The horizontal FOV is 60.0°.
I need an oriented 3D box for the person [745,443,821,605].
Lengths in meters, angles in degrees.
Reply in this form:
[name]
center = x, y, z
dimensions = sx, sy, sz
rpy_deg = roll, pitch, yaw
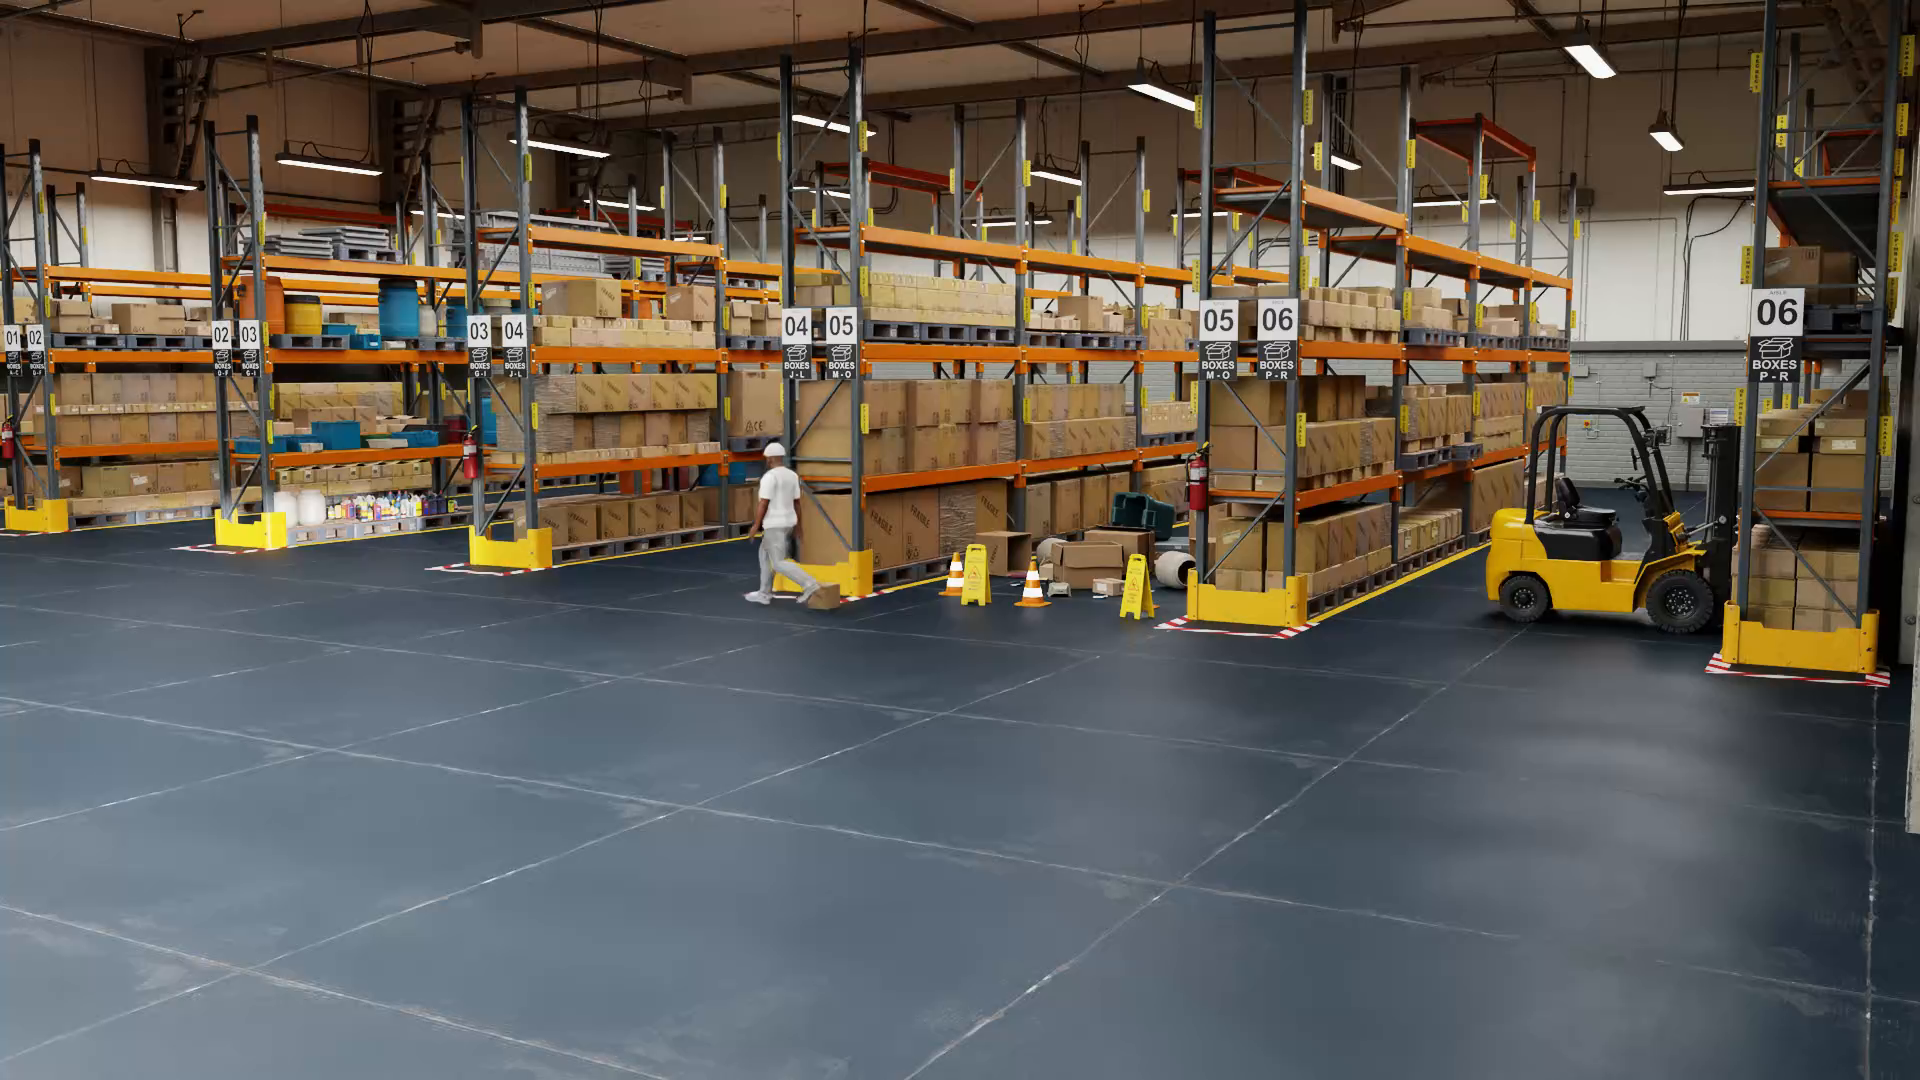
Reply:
[person]
center = -1.874, -0.156, 17.500
dimensions = 0.995, 1.726, 0.575
rpy_deg = 2, 6, 22
